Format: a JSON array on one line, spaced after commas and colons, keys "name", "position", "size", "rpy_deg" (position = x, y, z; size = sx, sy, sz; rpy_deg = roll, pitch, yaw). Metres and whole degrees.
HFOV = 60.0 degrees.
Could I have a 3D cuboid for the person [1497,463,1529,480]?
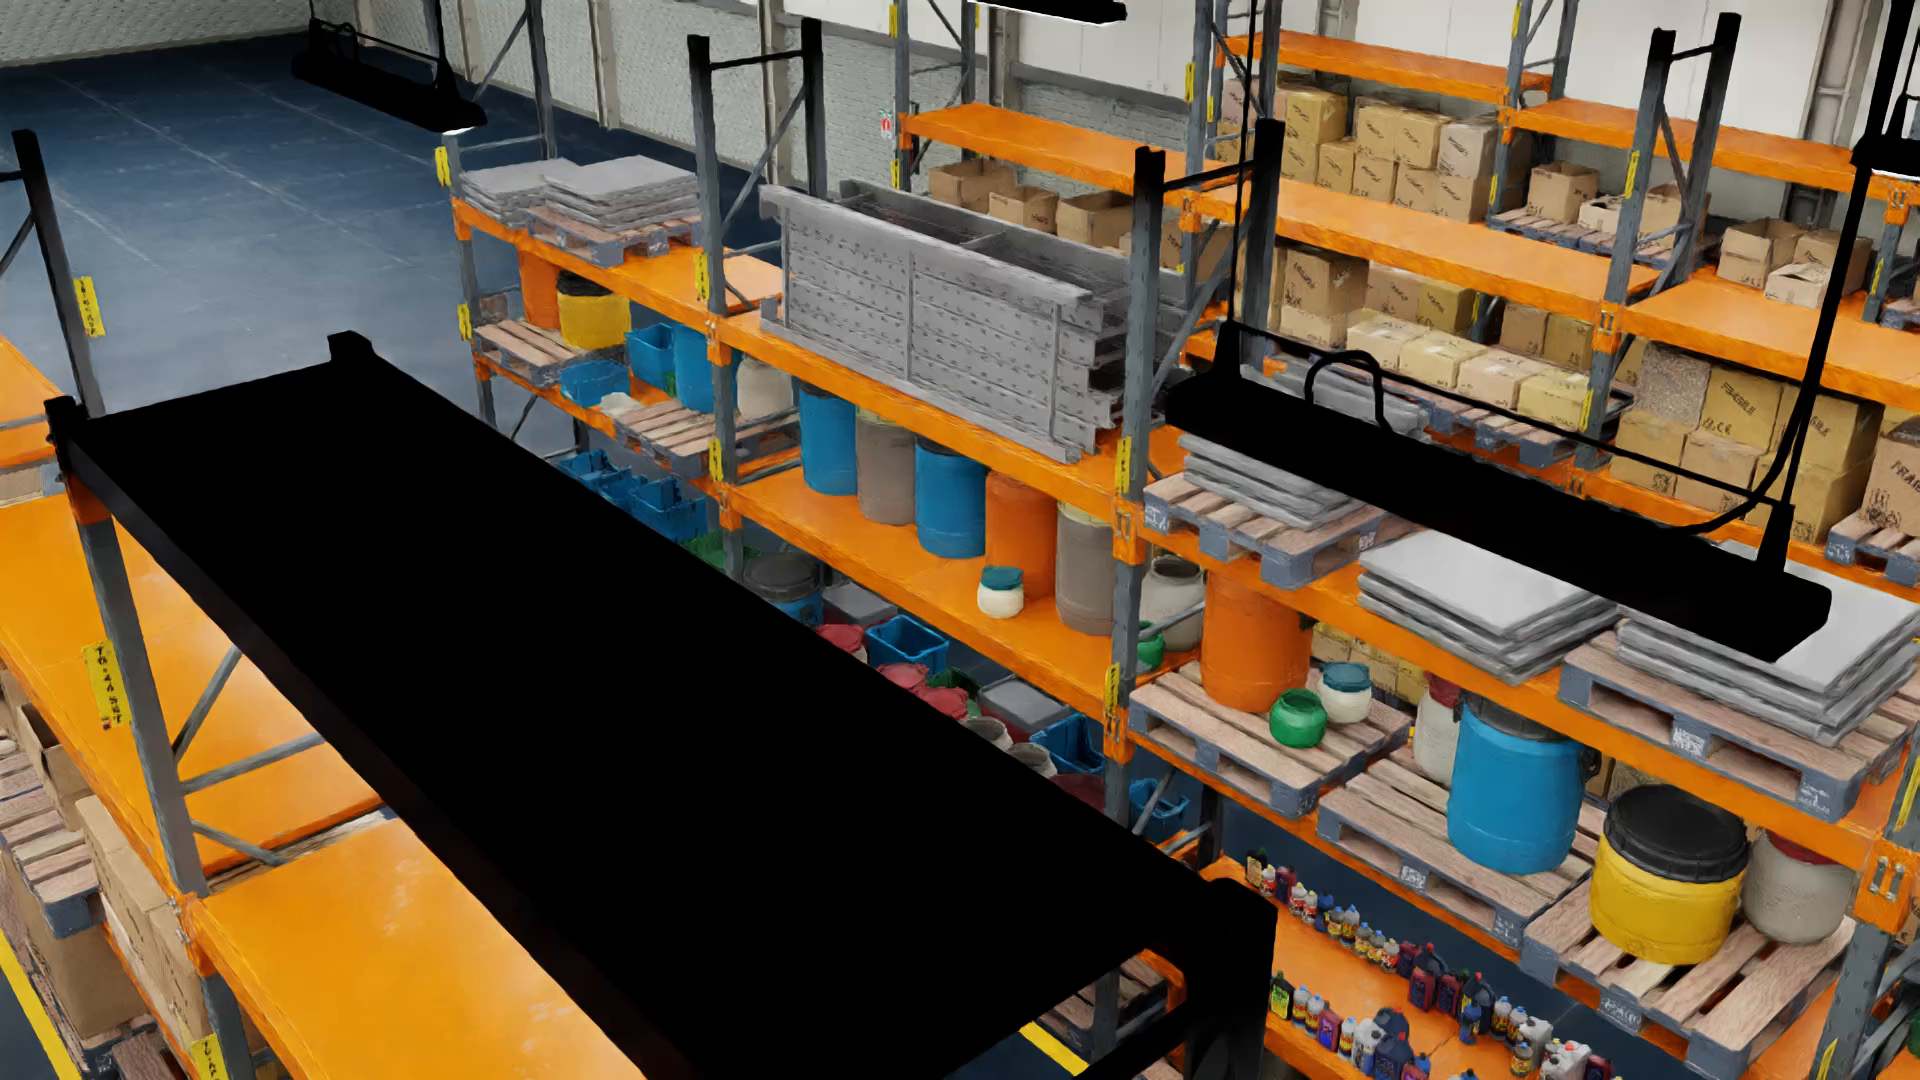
[{"name": "person", "position": [5.519, -0.413, 16.624], "size": [0.481, 1.565, 1.091], "rpy_deg": [-23, 35, -38]}]
